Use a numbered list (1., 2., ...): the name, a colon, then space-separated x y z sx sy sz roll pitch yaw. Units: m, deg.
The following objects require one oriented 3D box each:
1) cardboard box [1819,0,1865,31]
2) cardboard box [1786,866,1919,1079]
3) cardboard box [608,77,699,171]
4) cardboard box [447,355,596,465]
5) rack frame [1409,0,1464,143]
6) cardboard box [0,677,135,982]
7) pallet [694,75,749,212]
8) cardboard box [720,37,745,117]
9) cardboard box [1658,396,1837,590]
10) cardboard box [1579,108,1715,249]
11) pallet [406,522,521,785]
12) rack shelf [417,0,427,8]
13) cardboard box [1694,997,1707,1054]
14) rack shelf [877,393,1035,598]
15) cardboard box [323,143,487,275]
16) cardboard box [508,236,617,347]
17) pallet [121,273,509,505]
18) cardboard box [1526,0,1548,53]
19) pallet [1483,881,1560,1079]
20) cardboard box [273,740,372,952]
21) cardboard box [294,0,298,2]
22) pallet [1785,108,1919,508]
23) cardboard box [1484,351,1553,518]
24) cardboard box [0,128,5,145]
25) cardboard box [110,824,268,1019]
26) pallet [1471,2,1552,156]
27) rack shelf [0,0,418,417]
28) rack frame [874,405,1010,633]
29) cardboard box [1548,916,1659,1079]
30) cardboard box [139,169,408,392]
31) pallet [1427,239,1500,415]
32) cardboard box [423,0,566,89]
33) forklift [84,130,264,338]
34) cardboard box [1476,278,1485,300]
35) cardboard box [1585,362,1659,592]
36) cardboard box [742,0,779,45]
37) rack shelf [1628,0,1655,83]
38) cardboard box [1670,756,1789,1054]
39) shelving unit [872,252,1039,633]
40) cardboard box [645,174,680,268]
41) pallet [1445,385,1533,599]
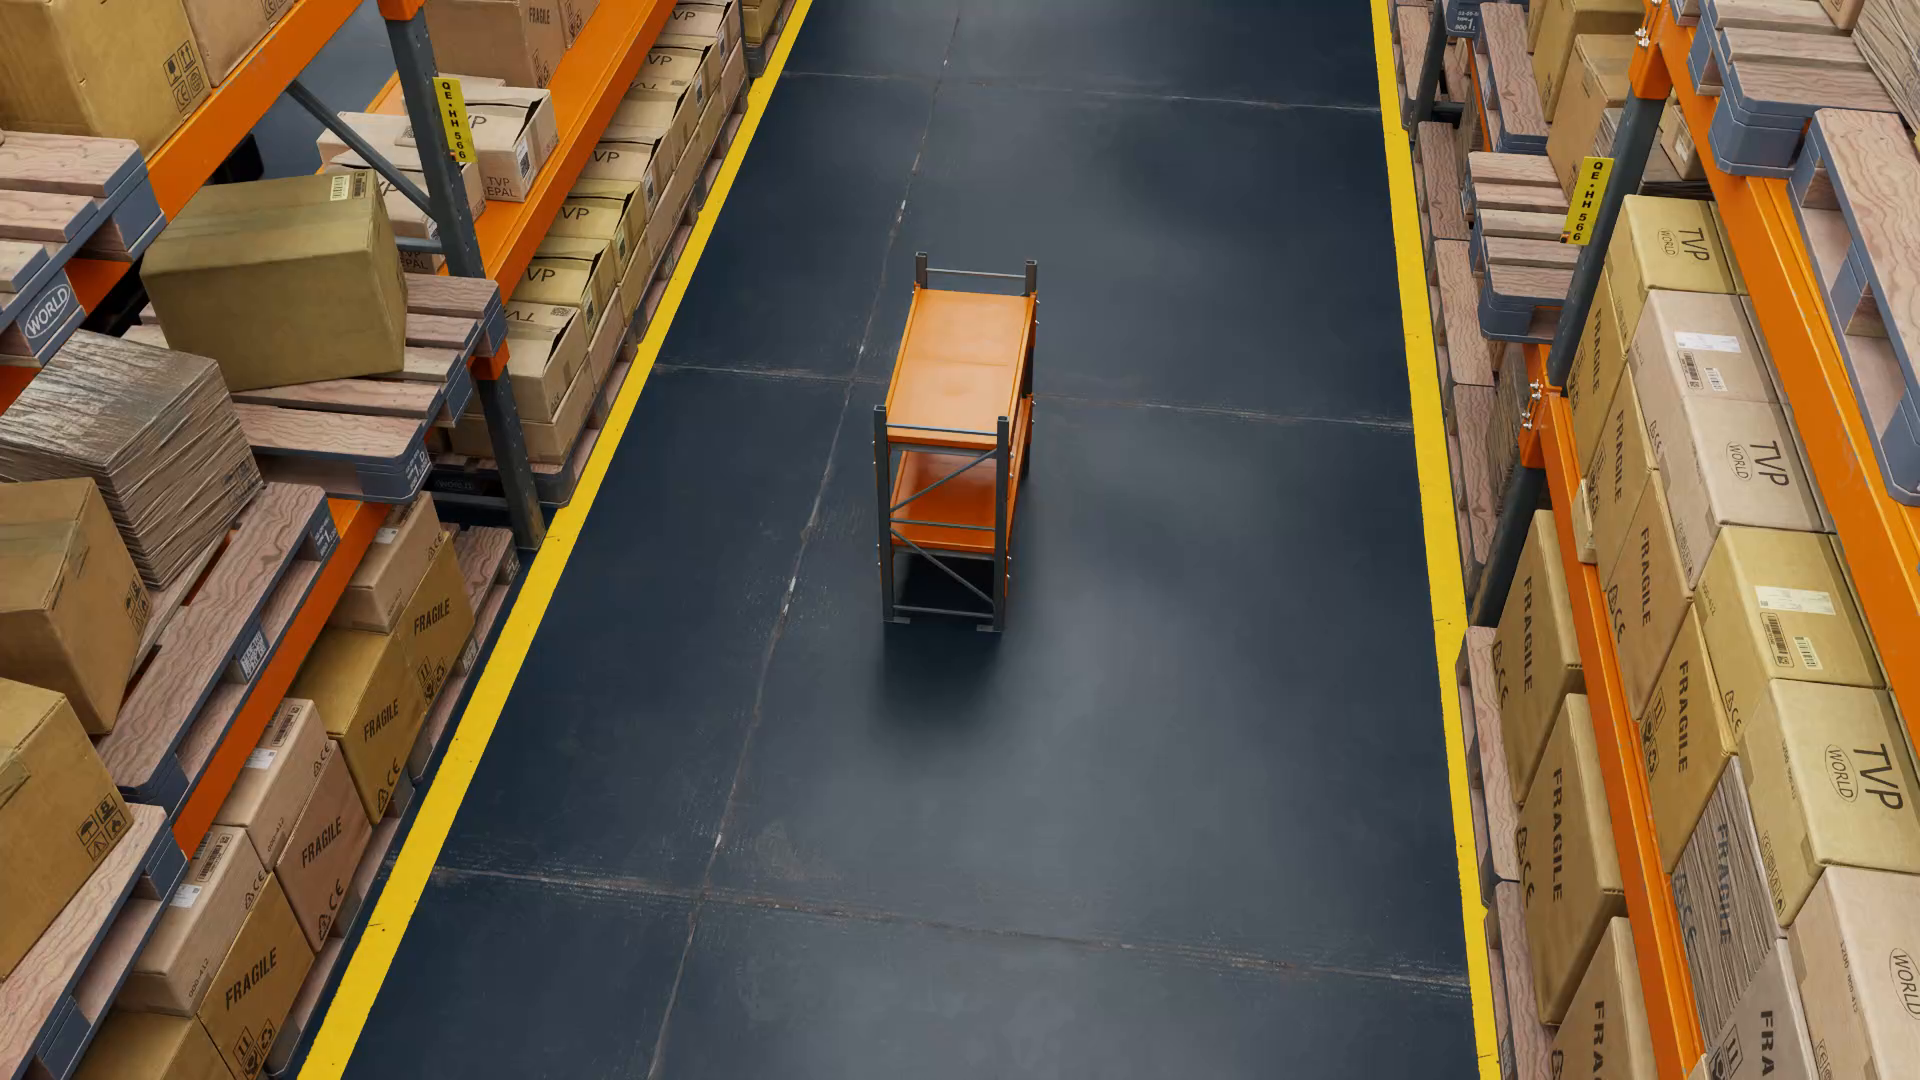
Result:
1. cardboard box: 2.592 -1.631 4.216 0.700 0.500 0.500 2 43 2
2. cardboard box: 1.954 0.938 3.229 0.500 0.250 0.500 6 44 6
3. cardboard box: -1.684 -2.209 8.688 0.500 0.311 0.500 5 44 5
4. cardboard box: -1.953 -0.607 7.404 0.500 0.250 0.500 5 44 5
5. rack frame: 3.127 -3.401 8.660 1.000 3.000 0.127 5 44 6
6. cardboard box: -2.529 0.638 4.017 0.700 0.500 0.500 12 45 12
7. pallet: -1.843 -2.330 9.558 1.003 0.211 1.213 5 44 6
8. cardboard box: -1.552 -2.694 9.608 0.500 0.250 0.500 5 44 5
9. cardboard box: 2.150 -0.105 4.331 0.500 0.250 0.500 6 44 6
10. cardboard box: 2.650 -1.192 5.935 0.700 0.500 0.500 1 43 1
11. pallet: -2.449 0.395 6.679 1.003 0.211 1.213 5 44 6
12. rack shelf: -2.049 -3.314 6.909 1.077 0.370 4.000 5 44 6
13. cardboard box: 1.997 1.187 3.983 0.380 0.149 0.250 5 44 6
14. rack shelf: -0.001 -0.226 7.026 0.538 0.278 1.000 5 44 6
15. cardboard box: -2.222 -1.334 6.542 0.500 0.311 0.500 8 44 8
16. cardboard box: -1.892 -1.169 7.590 0.500 0.311 0.500 4 44 4
17. pallet: -2.333 -0.585 5.825 1.213 0.211 1.003 5 44 6
18. cardboard box: 2.888 -2.421 7.233 0.700 0.500 0.500 11 45 11
19. pallet: 2.255 1.697 5.304 1.003 0.211 1.213 5 44 6
20. cardboard box: -2.336 0.995 5.516 0.500 0.500 0.500 4 44 4
21. cardboard box: -2.337 -1.948 4.871 0.910 0.500 0.500 5 44 6
22. pallet: 2.420 -0.489 3.541 1.003 0.211 1.213 7 44 7
23. cardboard box: 2.641 -0.422 7.012 0.700 0.500 0.500 6 44 6
24. cardboard box: -2.529 -0.957 3.446 0.600 0.600 0.600 4 44 4
25. cardboard box: -2.404 1.090 4.870 0.500 0.250 0.500 5 44 6
26. pallet: 2.819 -1.958 7.276 1.003 0.211 1.213 5 44 6
27. rack shelf: -2.577 -0.588 4.030 1.077 0.370 4.000 5 44 6
28. rack frame: -0.068 -0.057 6.492 0.500 1.125 0.032 5 44 6
29. cardboard box: 2.141 1.618 4.617 0.750 0.750 0.750 6 44 7
30. cardboard box: -2.284 -0.872 5.611 0.700 0.500 0.500 -8 44 -9
31. pallet: 2.866 -1.024 8.178 1.003 0.211 1.213 5 44 6
32. cardboard box: -2.107 -2.304 7.429 0.500 0.500 0.500 3 44 3
33. forklift: -4.664 -2.167 7.407 1.130 2.935 3.031 7 44 7
34. cardboard box: 2.920 -1.449 8.097 0.700 0.500 0.500 6 44 6
35. cardboard box: 2.201 -0.163 4.936 0.500 0.500 0.500 7 44 7
36. cardboard box: -1.422 -3.291 10.239 0.500 0.250 0.500 5 44 6
37. rack shelf: 2.862 -2.866 6.437 1.077 0.370 4.000 5 44 6
38. cardboard box: 2.013 0.872 3.844 0.500 0.500 0.500 5 44 6
39. shelving unit: -0.001 -0.404 6.858 0.538 1.125 1.048 5 44 6
40. cardboard box: -1.756 -1.654 8.509 0.500 0.250 0.500 6 44 6
41. pallet: 2.703 -0.195 7.302 1.003 0.211 1.213 5 44 6
